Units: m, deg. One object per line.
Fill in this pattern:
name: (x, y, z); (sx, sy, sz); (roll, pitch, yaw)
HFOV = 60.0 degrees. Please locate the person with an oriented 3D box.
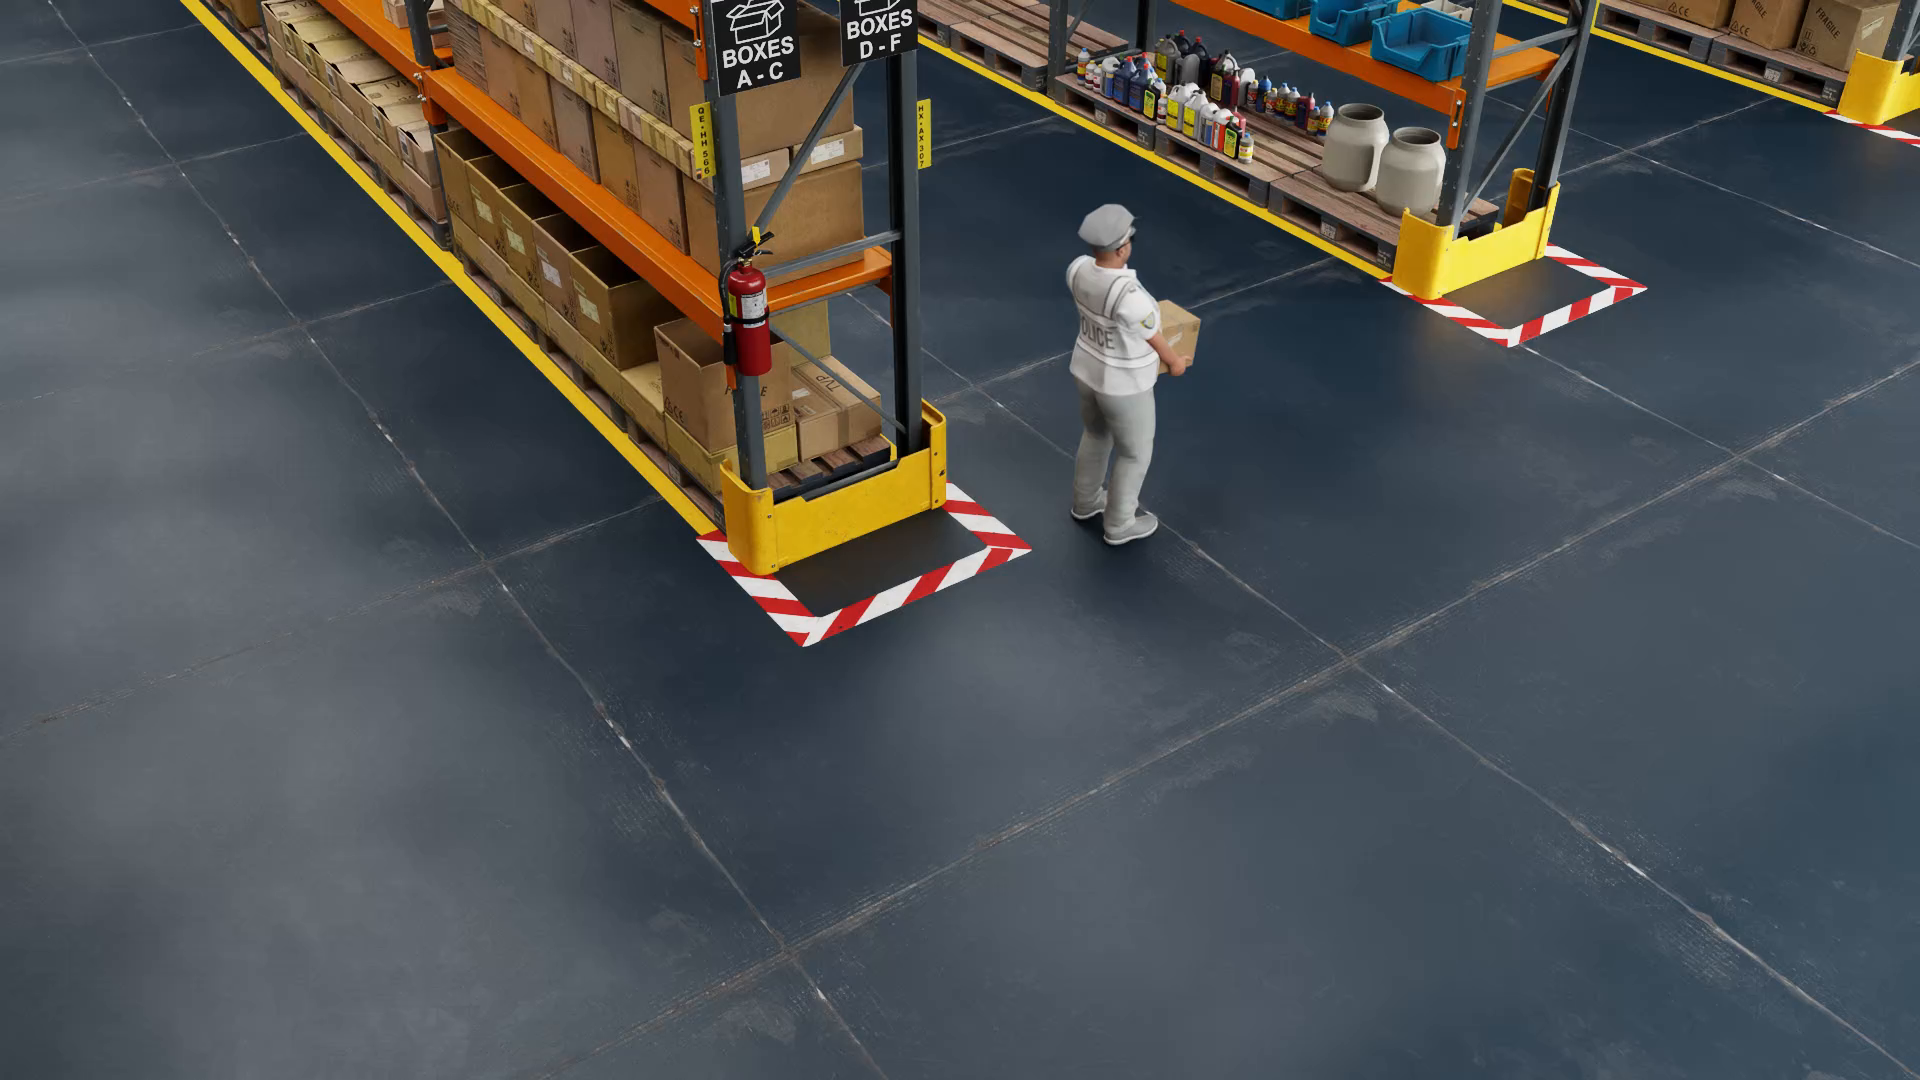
person: (0.814, -0.829, 8.121); (0.573, 1.762, 0.494); (-22, 42, -27)
